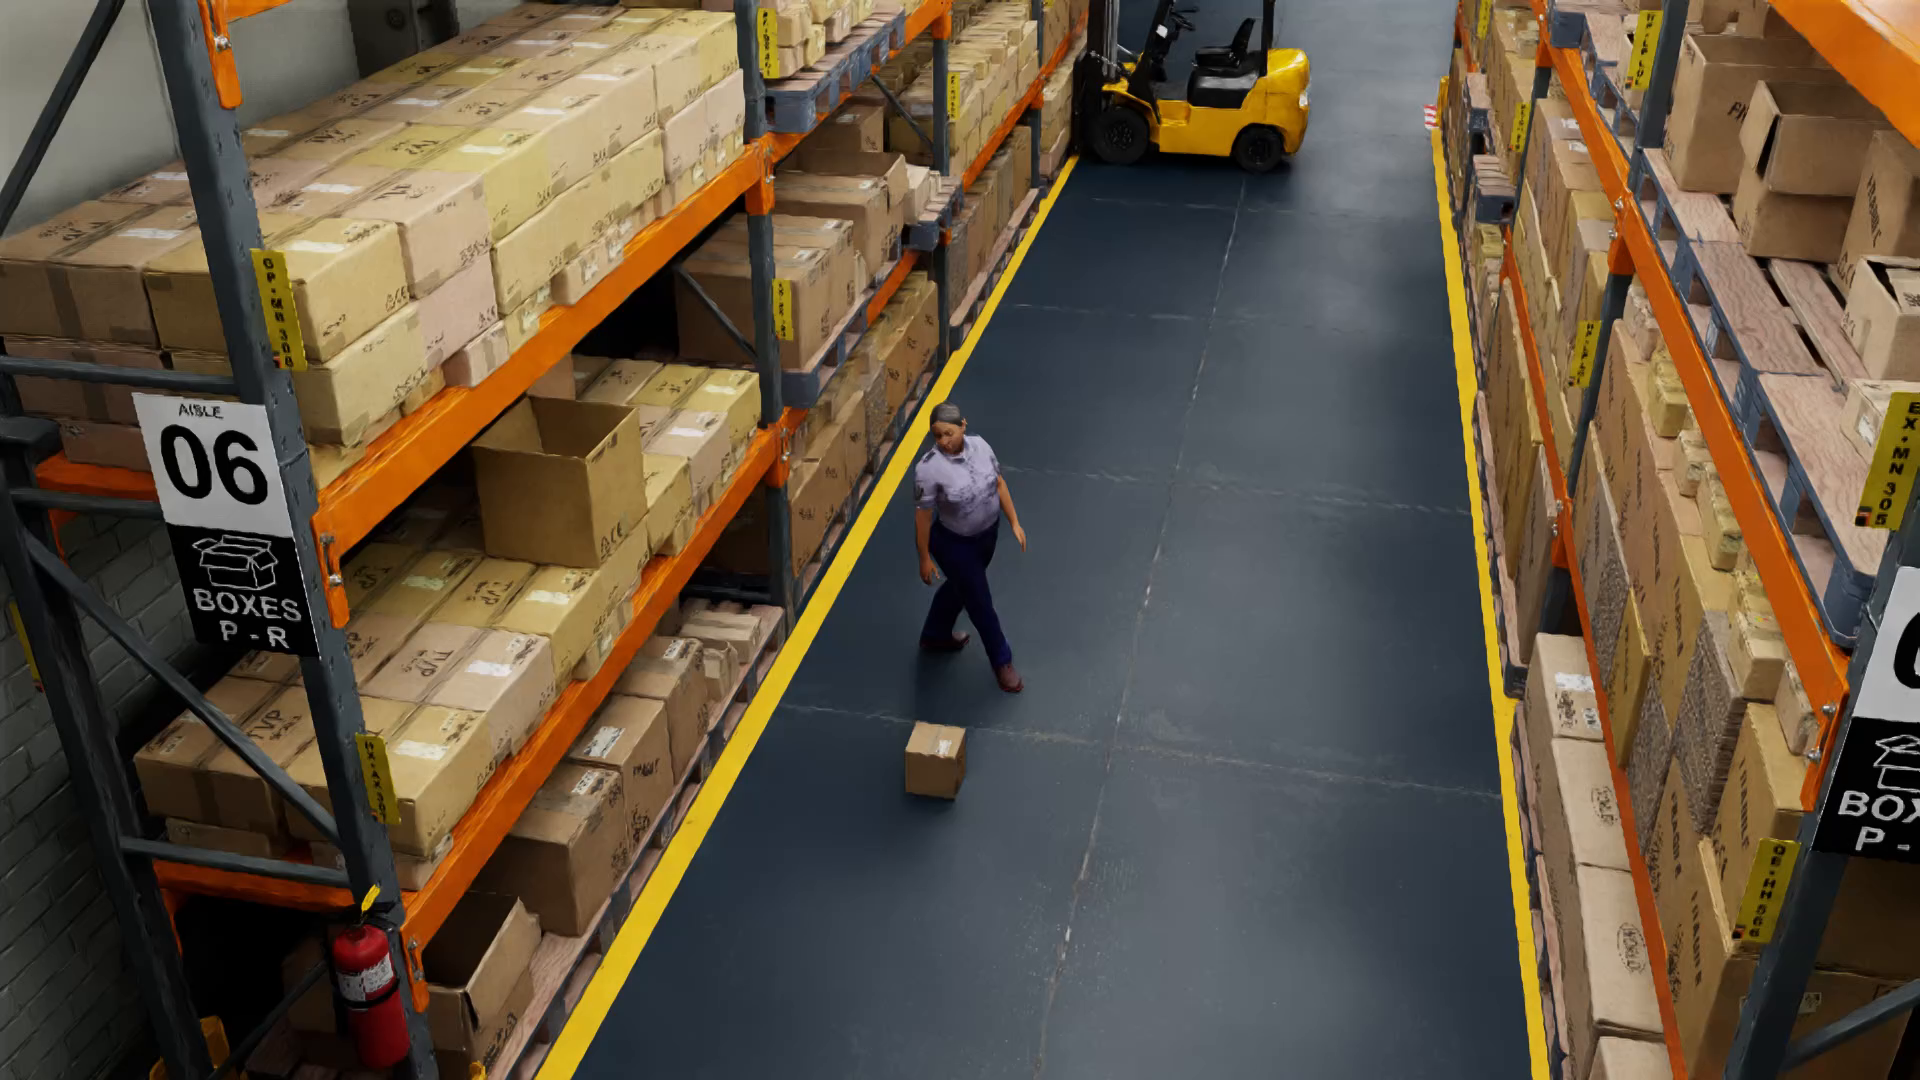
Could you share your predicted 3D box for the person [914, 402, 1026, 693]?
[{"bbox_3d":[0.041,0.016,8.635,0.686,1.617,0.527,18,34,29],"label":"person"}]
